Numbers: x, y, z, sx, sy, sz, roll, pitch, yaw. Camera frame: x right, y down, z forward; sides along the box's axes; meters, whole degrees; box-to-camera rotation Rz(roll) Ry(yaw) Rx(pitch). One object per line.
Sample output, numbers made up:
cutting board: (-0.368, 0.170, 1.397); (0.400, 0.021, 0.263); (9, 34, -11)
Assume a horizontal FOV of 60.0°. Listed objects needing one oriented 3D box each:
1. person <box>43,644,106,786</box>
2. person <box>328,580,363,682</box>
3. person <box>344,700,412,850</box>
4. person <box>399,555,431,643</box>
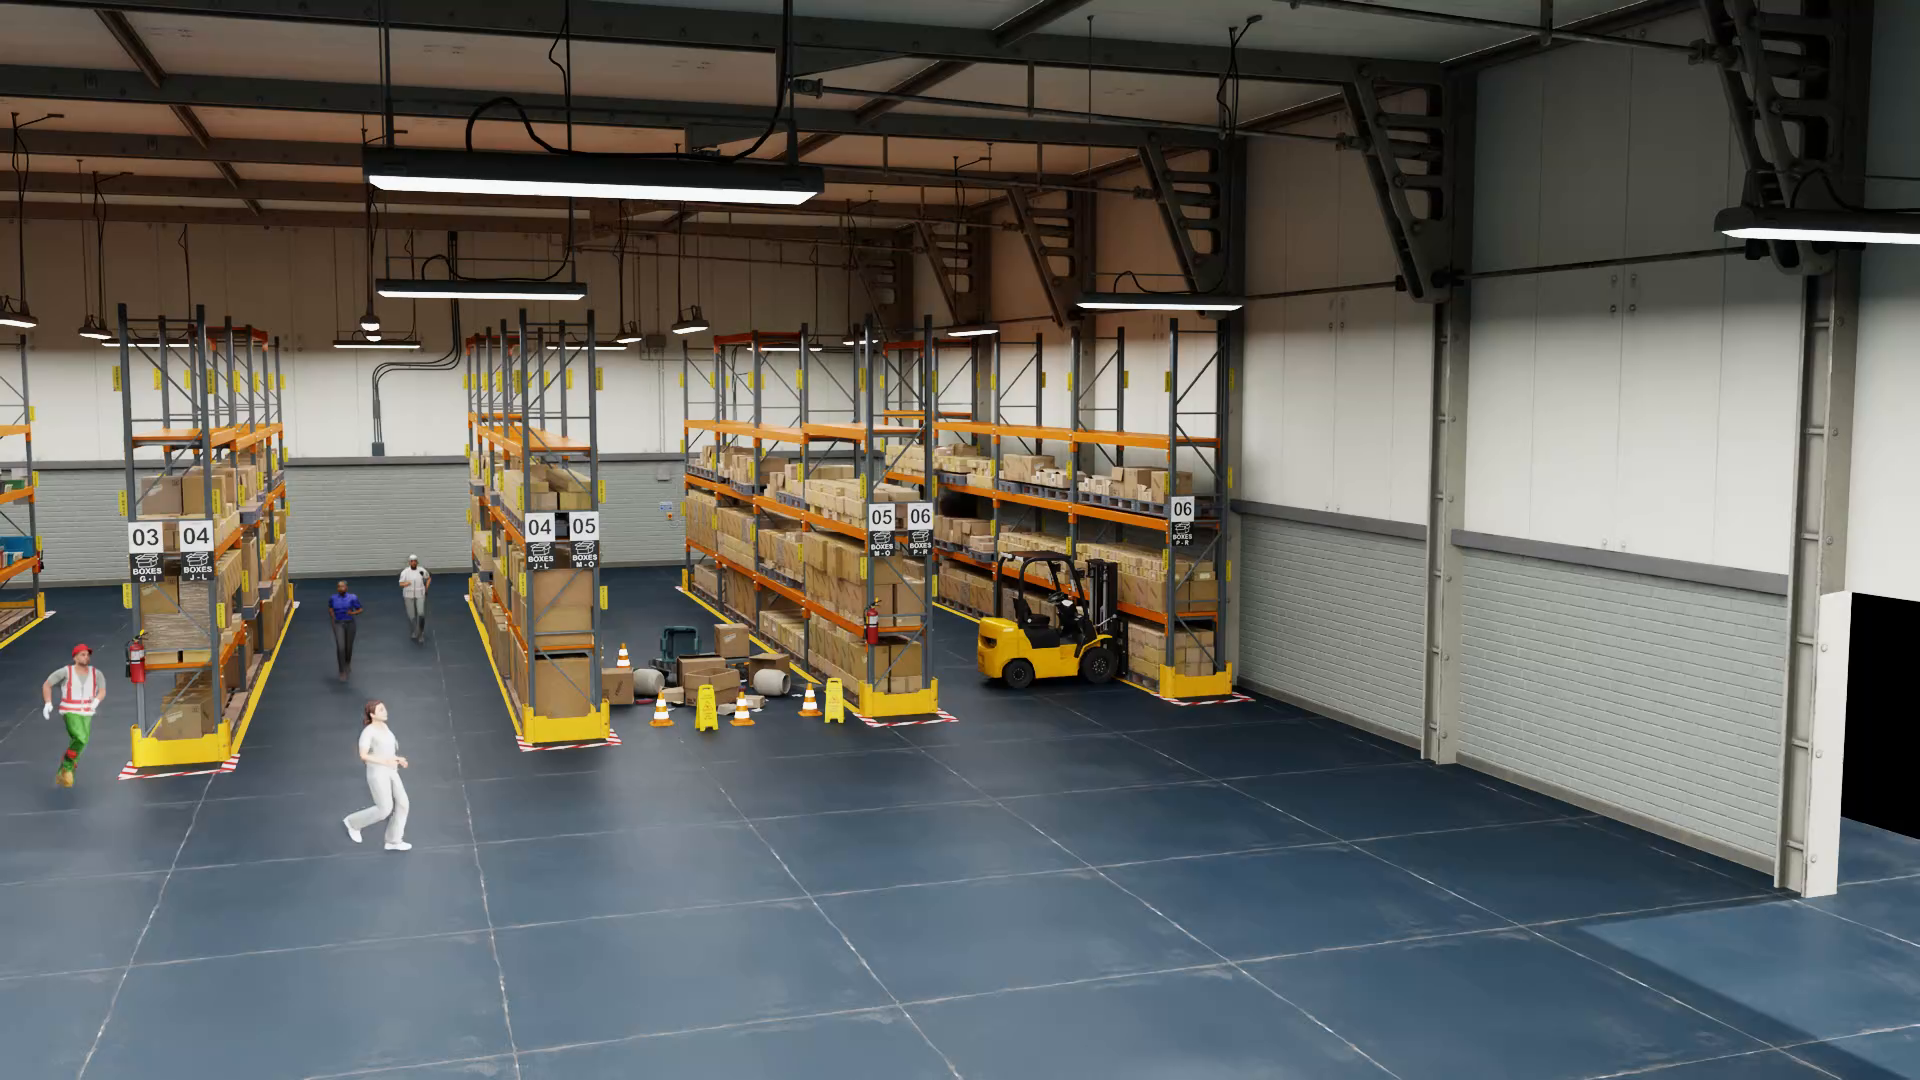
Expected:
person: (-10.933, 2.166, 20.654); (0.642, 1.709, 0.694); (4, 7, 38)
person: (-10.400, 1.512, 28.172); (0.560, 1.693, 0.836); (-2, 6, -19)
person: (-6.219, 2.507, 17.783); (0.718, 1.623, 0.569); (1, 6, 10)
person: (-10.512, 1.144, 32.091); (0.582, 1.714, 0.680); (-2, 6, -17)
